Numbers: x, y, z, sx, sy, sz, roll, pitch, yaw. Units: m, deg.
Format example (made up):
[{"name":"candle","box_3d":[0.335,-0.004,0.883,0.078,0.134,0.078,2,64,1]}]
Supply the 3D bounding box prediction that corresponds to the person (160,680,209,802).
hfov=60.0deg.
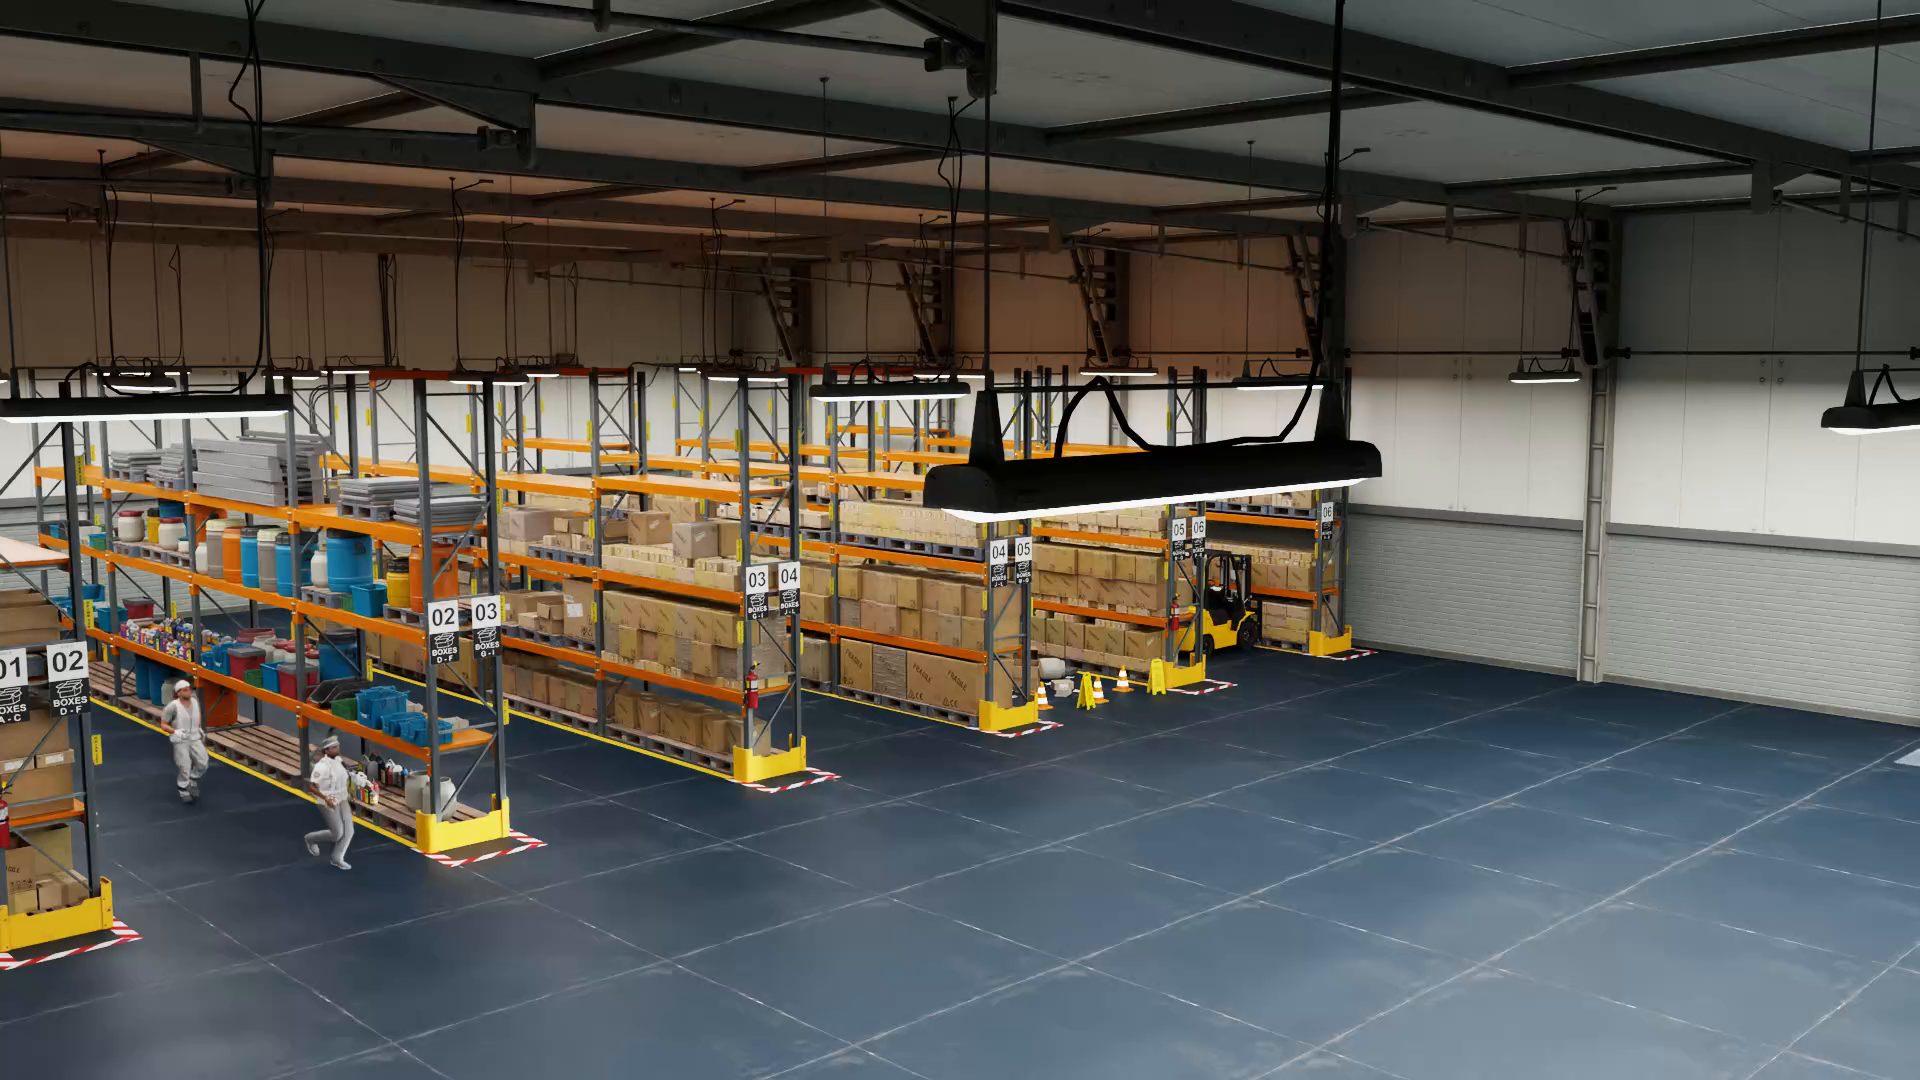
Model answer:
[{"name":"person","box_3d":[-10.825,2.829,23.306,0.578,1.744,0.659,5,8,37]}]

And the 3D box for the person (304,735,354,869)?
[{"name":"person","box_3d":[-7.769,3.220,20.483,0.591,1.674,0.585,2,7,17]}]

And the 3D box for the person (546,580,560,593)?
[{"name":"person","box_3d":[-10.123,0.855,41.019,0.567,1.701,0.728,1,6,6]}]
